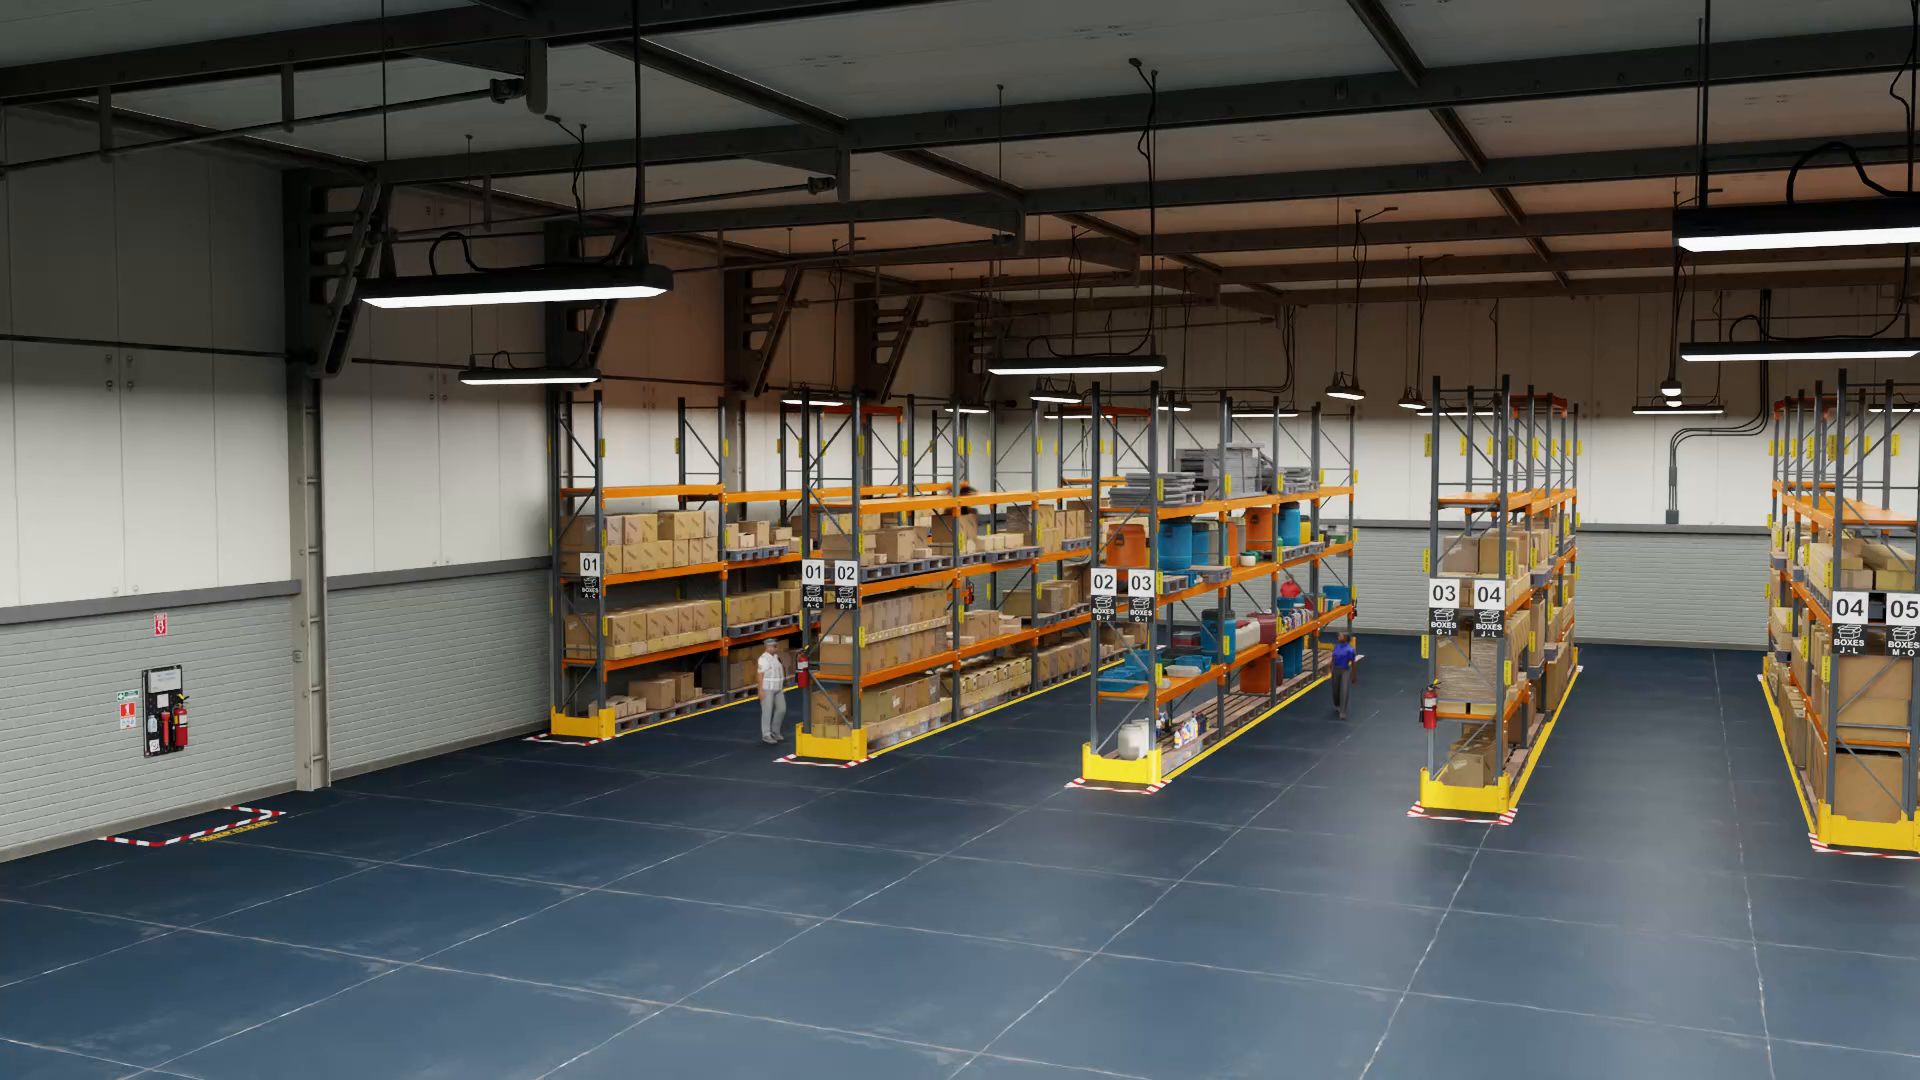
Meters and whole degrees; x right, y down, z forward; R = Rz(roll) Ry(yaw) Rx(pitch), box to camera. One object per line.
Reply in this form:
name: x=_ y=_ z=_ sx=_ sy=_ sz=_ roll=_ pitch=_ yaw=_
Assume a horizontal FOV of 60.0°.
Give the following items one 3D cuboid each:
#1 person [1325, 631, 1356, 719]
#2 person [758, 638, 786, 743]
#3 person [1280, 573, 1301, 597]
person: x=7.090 y=2.486 z=30.947 sx=0.546 sy=1.608 sz=0.920 roll=1 pitch=3 yaw=18
person: x=-3.233 y=2.582 z=28.422 sx=0.410 sy=1.812 sz=0.592 roll=2 pitch=4 yaw=28
person: x=8.657 y=1.753 z=43.547 sx=0.565 sy=1.755 sz=0.591 roll=0 pitch=3 yaw=6
